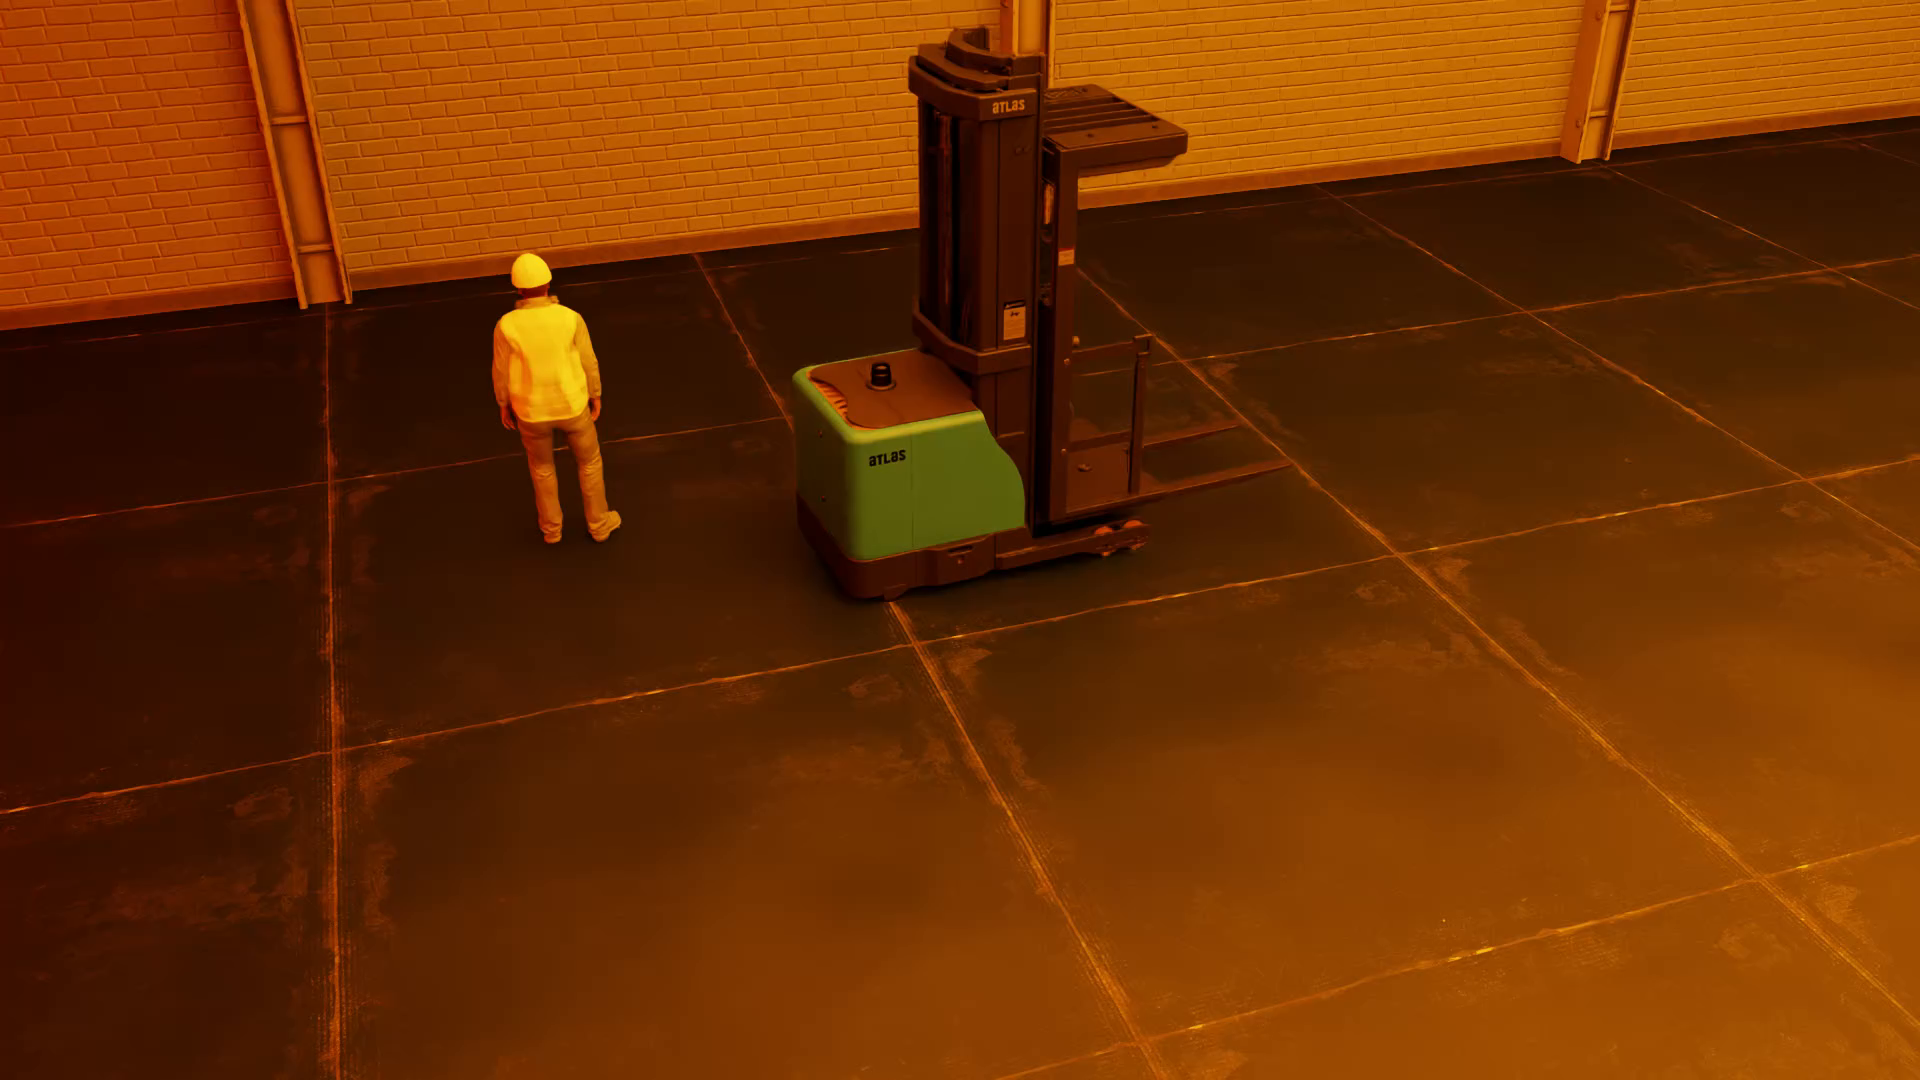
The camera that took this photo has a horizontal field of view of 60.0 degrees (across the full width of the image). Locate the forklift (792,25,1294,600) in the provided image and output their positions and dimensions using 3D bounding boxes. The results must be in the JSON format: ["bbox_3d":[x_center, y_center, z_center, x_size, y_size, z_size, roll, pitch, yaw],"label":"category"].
[{"bbox_3d":[0.578,-1.407,9.533,3.031,2.935,1.130,-12,32,-20],"label":"forklift"}]

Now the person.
[{"bbox_3d":[-2.367,-0.801,9.652,0.619,1.764,0.449,-7,31,-12],"label":"person"}]
